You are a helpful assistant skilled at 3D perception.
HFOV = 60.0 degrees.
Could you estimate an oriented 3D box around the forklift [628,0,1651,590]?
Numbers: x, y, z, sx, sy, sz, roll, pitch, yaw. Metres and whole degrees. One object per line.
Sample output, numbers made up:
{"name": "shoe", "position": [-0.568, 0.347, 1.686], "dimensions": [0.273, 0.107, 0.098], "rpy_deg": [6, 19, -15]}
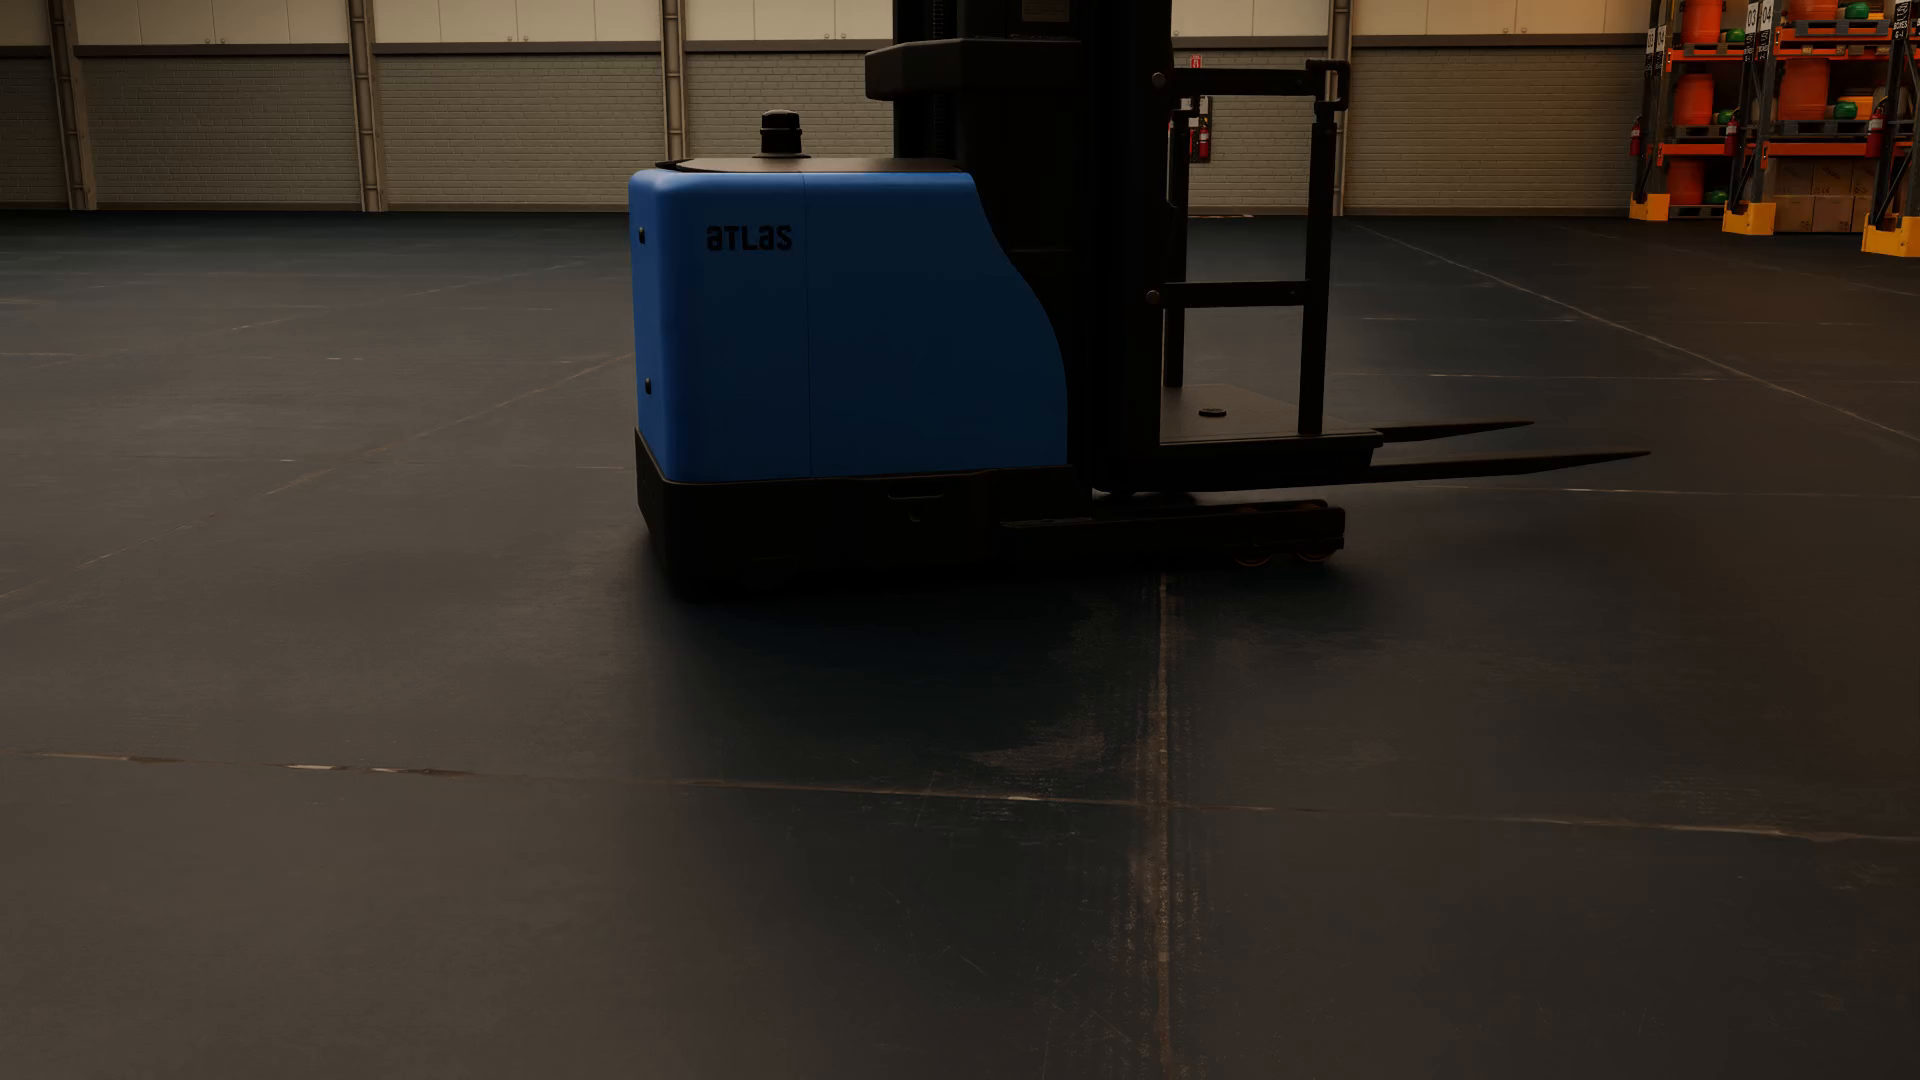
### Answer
{"name": "forklift", "position": [0.587, -1.464, 4.770], "dimensions": [3.031, 2.935, 1.130], "rpy_deg": [-4, 14, -15]}
